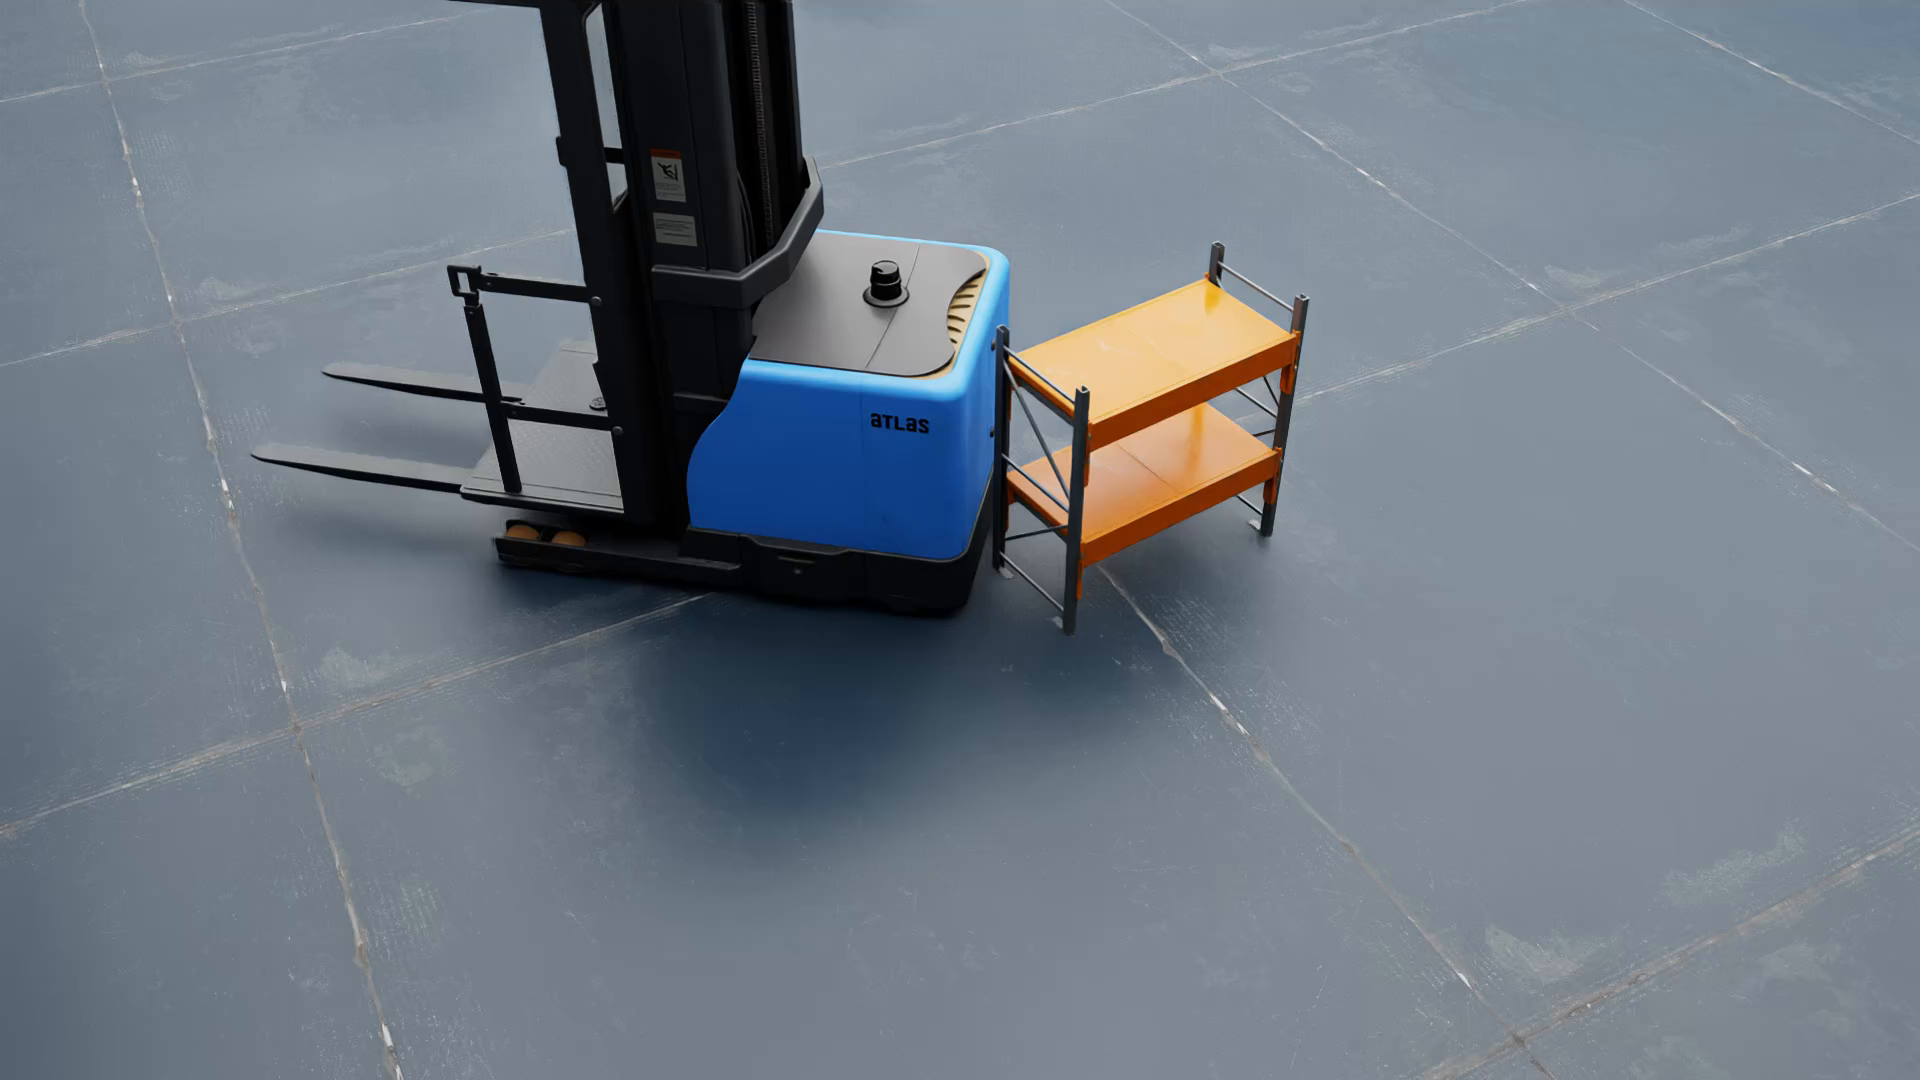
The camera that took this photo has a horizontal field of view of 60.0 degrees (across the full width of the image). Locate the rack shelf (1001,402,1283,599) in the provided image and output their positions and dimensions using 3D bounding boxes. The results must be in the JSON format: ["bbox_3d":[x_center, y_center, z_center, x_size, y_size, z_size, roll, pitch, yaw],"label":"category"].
[{"bbox_3d":[0.700,-0.203,6.497,1.000,0.278,0.538,-24,46,-26],"label":"rack shelf"}]

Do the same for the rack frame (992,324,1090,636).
[{"bbox_3d":[0.284,-0.201,6.117,0.032,1.125,0.500,-24,46,-26],"label":"rack frame"}]

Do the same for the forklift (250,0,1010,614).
[{"bbox_3d":[-1.364,-1.314,6.034,3.031,2.935,1.130,8,41,9],"label":"forklift"}]

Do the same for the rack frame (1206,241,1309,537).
[{"bbox_3d":[1.116,-0.578,6.562,0.032,1.125,0.500,-24,46,-26],"label":"rack frame"}]

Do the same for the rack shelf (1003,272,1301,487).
[{"bbox_3d":[0.700,-0.613,6.150,1.000,0.278,0.538,-24,46,-26],"label":"rack shelf"}]

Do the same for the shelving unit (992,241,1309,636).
[{"bbox_3d":[0.700,-0.389,6.340,1.048,1.125,0.538,-24,46,-26],"label":"shelving unit"}]
